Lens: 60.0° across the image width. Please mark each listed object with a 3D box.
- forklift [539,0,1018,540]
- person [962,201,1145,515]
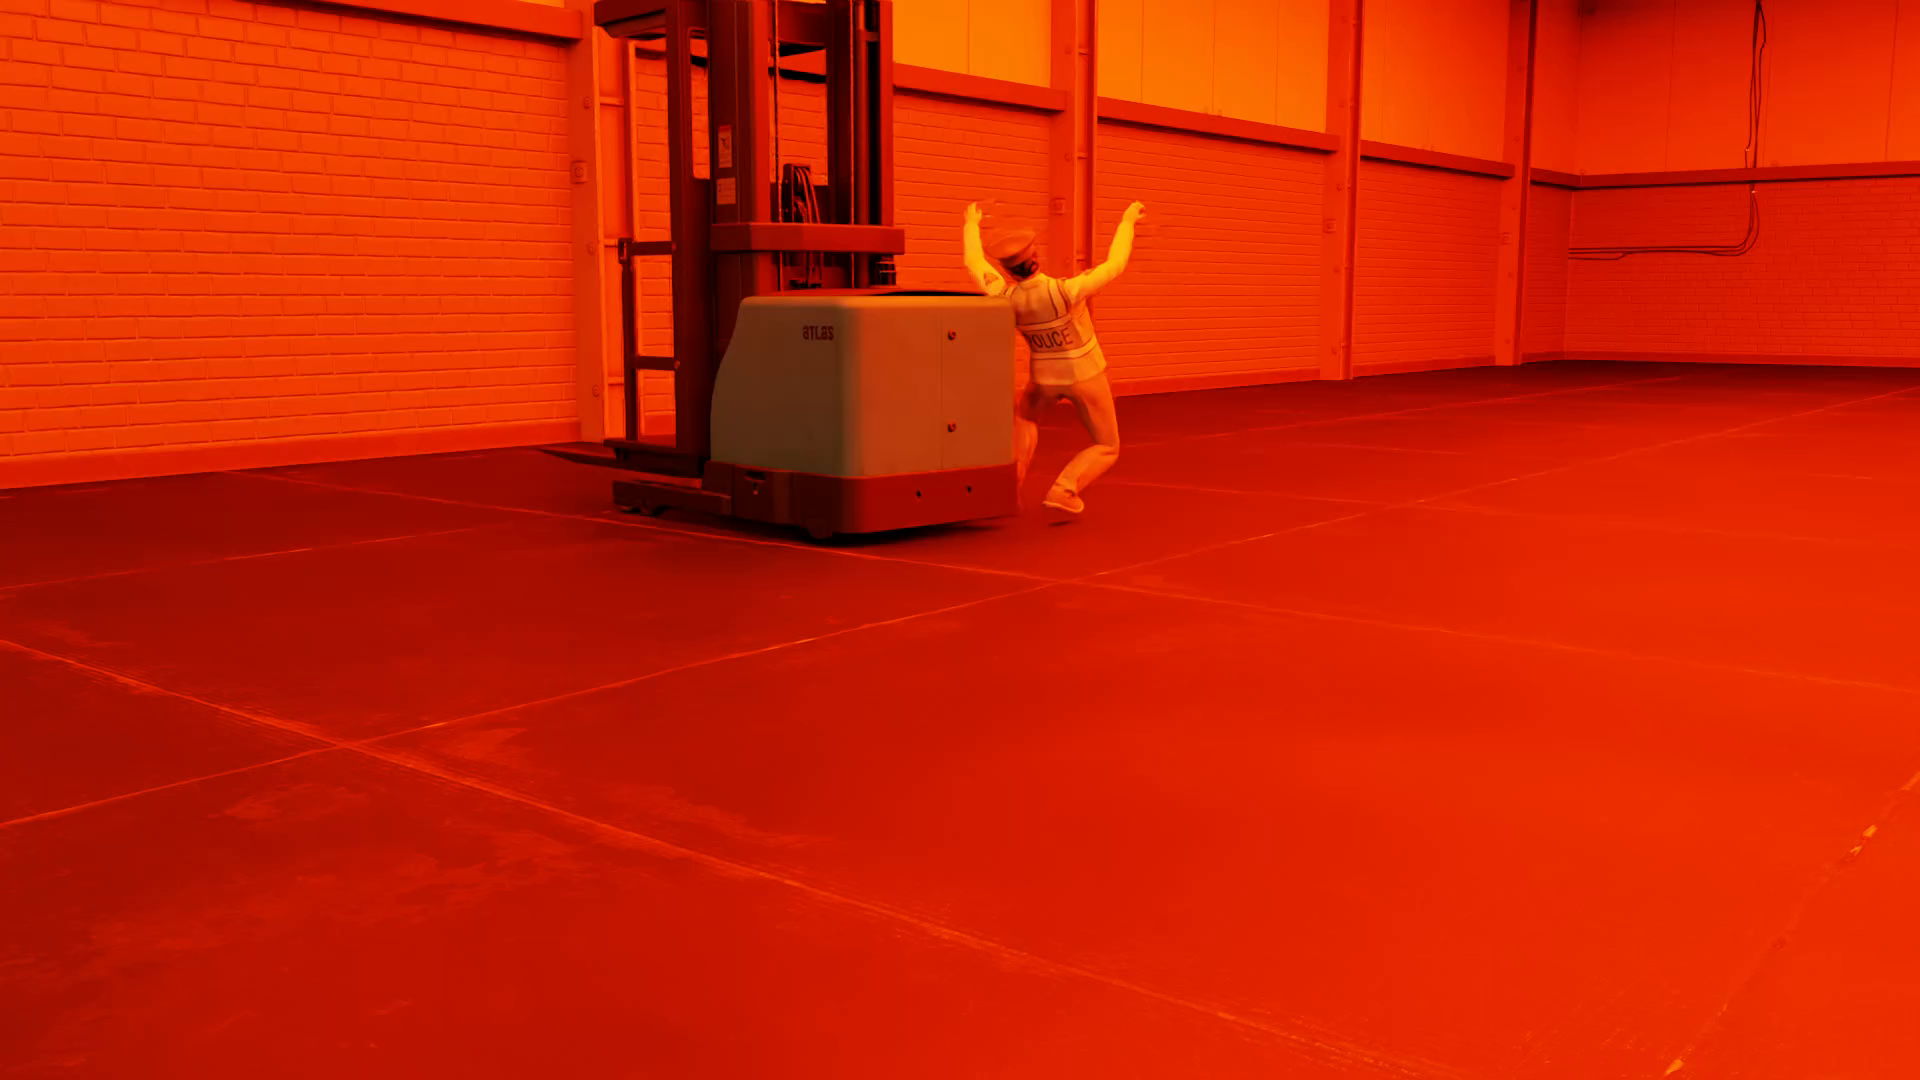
[{"bbox_3d":[-1.100,-1.613,8.305,1.130,2.935,3.031,-8,11,-42],"label":"forklift"},{"bbox_3d":[0.362,-0.859,7.998,0.882,1.536,0.759,5,10,29],"label":"person"}]
